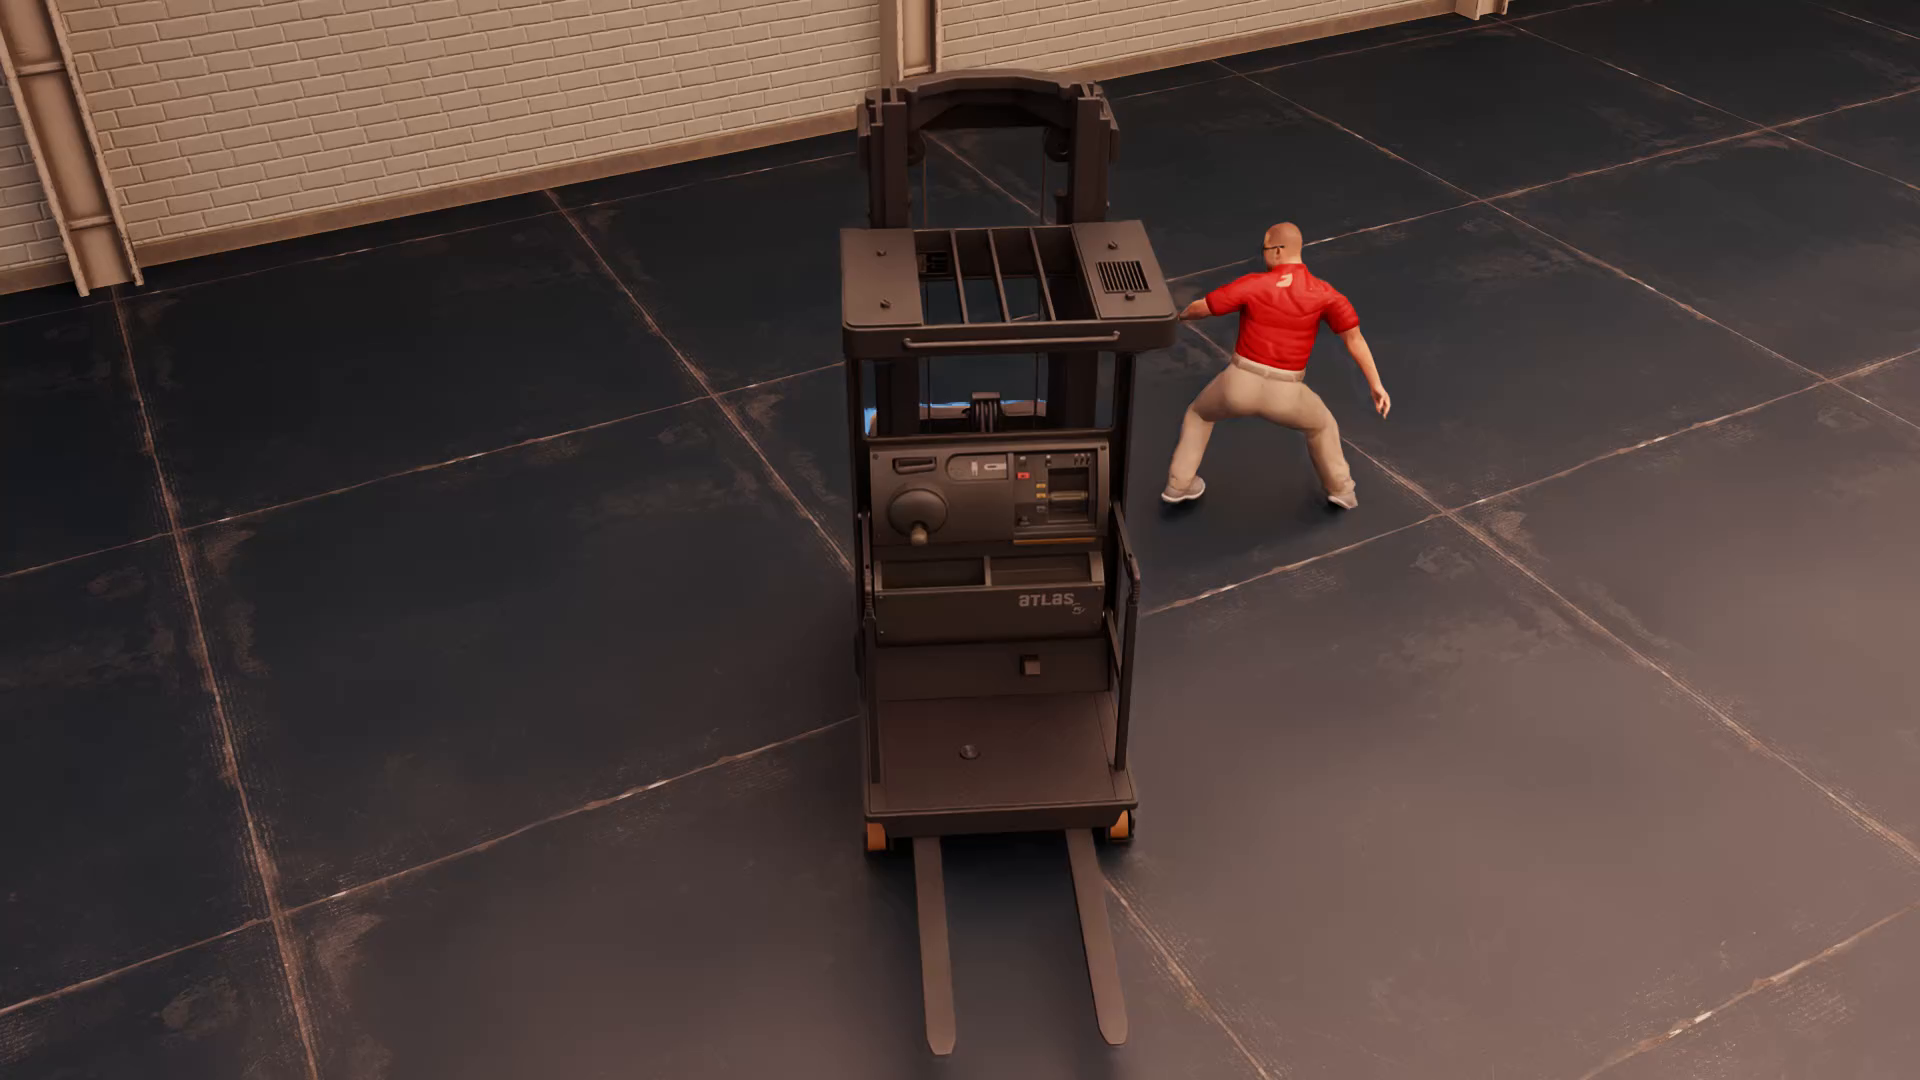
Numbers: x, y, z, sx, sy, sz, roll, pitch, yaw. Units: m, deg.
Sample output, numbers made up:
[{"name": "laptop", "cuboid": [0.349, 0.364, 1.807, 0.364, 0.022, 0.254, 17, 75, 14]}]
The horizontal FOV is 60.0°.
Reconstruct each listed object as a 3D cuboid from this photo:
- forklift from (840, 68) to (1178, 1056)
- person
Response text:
[{"name": "forklift", "cuboid": [0.134, -0.118, 6.289, 1.130, 2.935, 3.031, -2, 35, -3]}, {"name": "person", "cuboid": [1.632, -0.780, 8.526, 1.109, 1.701, 0.578, 8, 36, 11]}]
